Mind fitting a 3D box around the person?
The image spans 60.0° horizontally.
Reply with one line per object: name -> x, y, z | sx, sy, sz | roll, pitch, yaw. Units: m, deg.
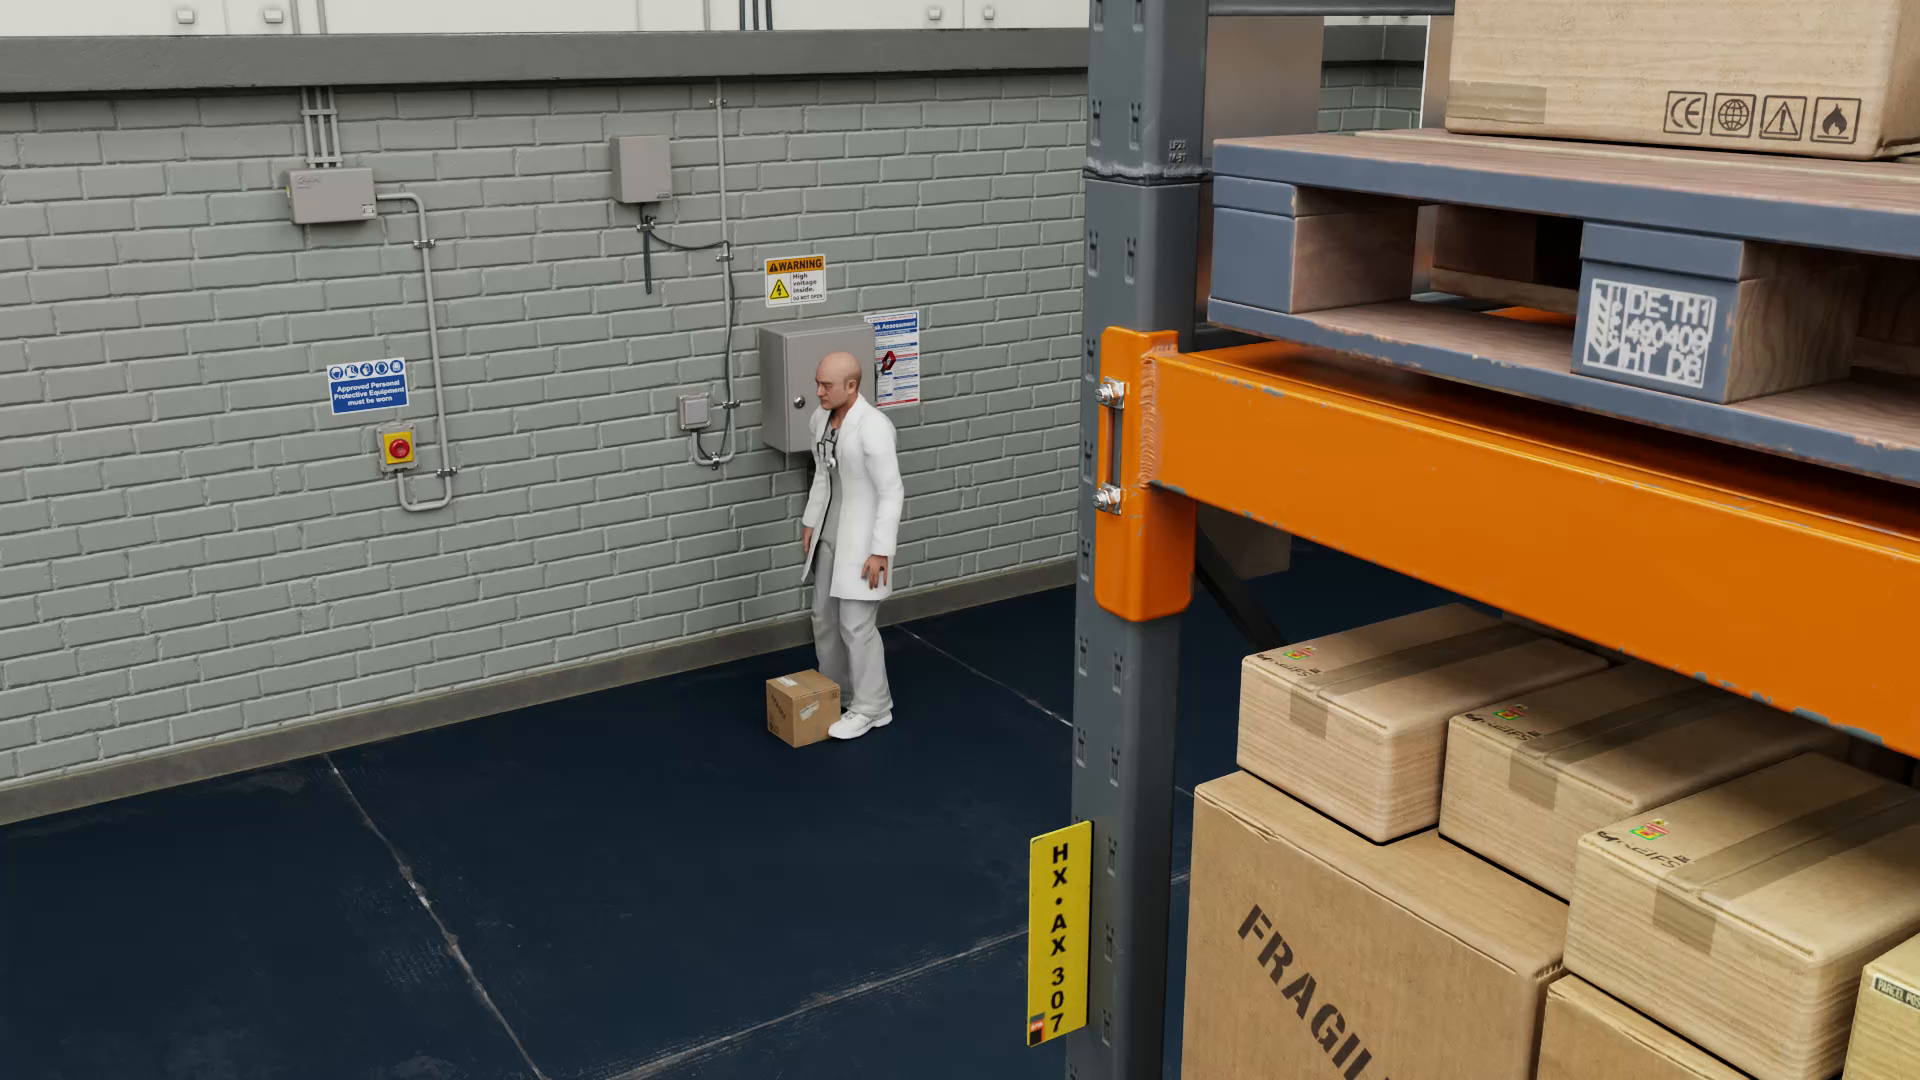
person -> -0.504, 0.009, 7.552 | 0.427, 1.773, 0.652 | -13, 22, -35
